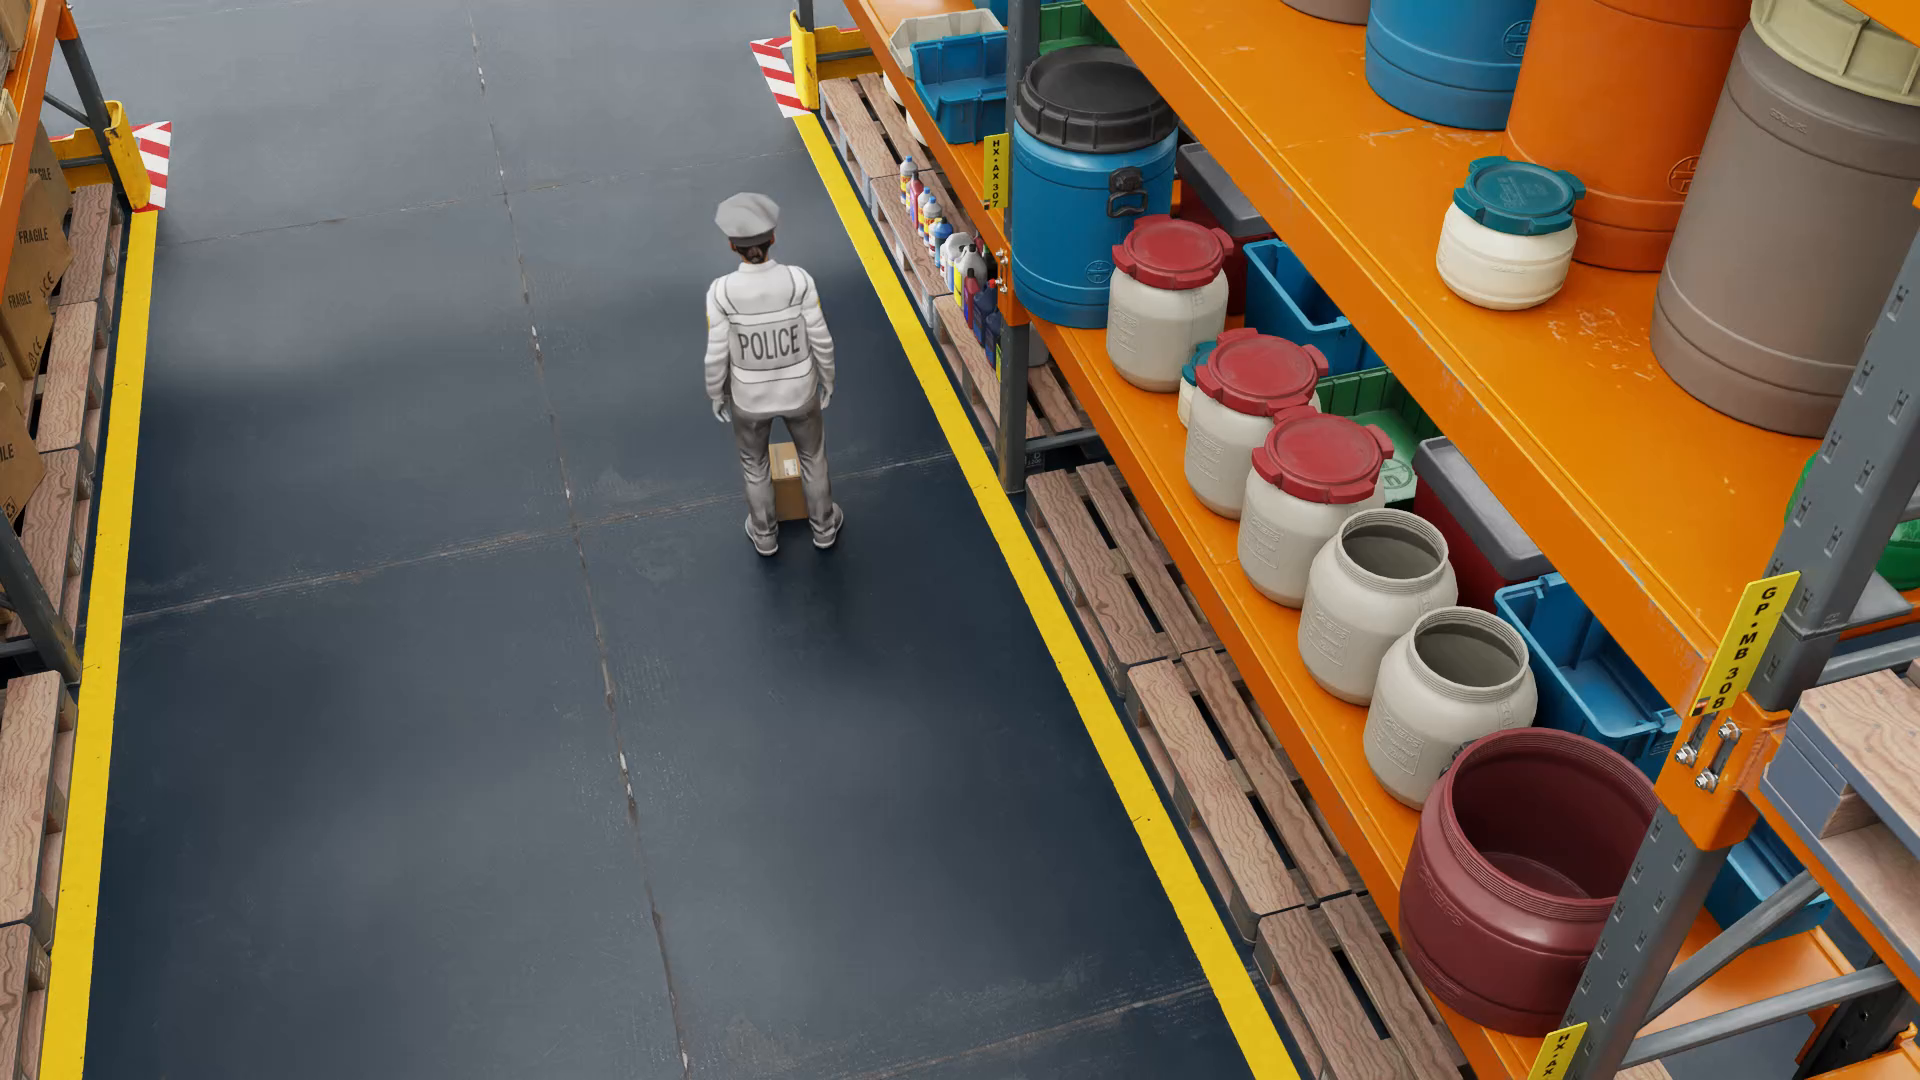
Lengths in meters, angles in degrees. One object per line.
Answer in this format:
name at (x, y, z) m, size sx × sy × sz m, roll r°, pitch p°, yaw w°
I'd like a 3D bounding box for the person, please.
person at (-0.771, -0.618, 6.834) m, size 0.535 × 1.661 × 0.374 m, roll -8°, pitch 43°, yaw -9°
